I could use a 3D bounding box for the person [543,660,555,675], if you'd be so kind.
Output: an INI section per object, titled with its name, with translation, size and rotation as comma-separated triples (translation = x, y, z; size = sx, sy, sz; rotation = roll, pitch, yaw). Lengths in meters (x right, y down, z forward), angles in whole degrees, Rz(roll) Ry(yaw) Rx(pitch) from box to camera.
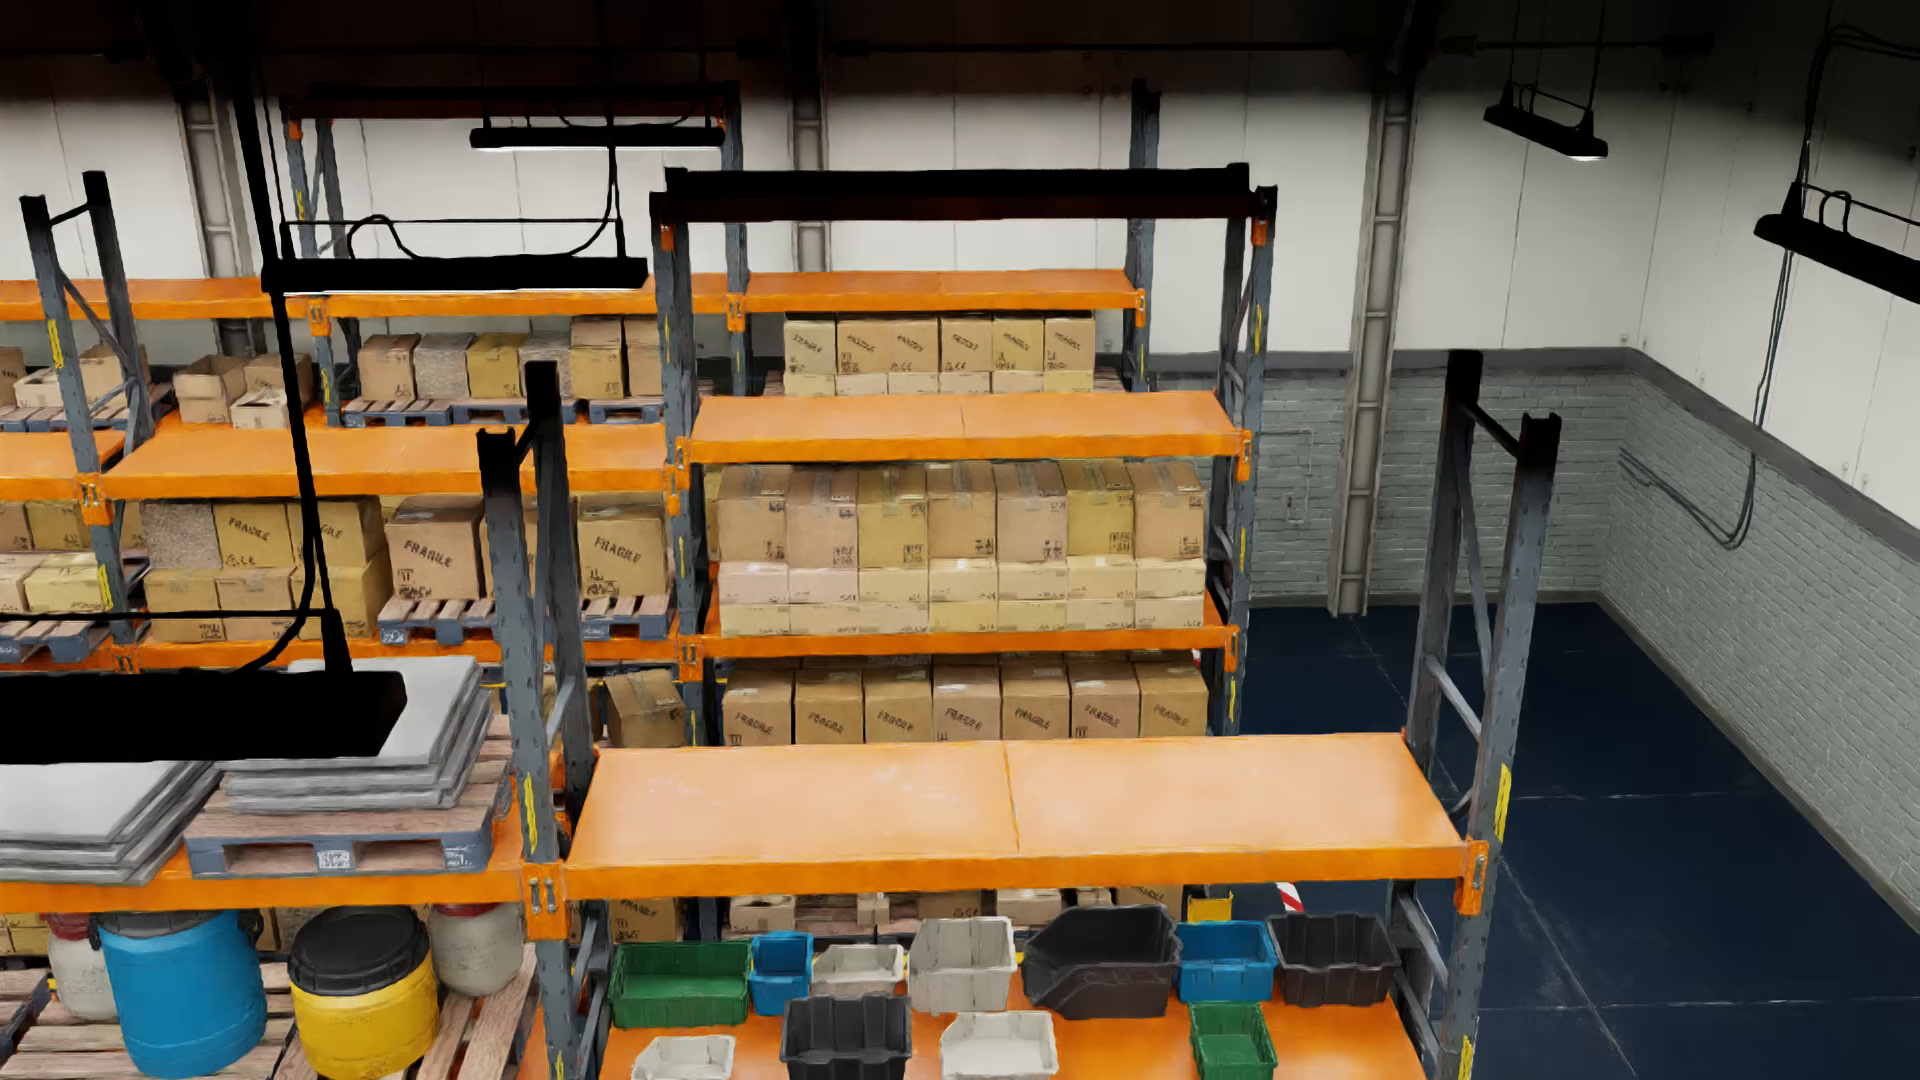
[person]
translation = -3.745, 1.497, 15.615
size = 0.998, 1.377, 0.435
rotation = -1, 22, -3
